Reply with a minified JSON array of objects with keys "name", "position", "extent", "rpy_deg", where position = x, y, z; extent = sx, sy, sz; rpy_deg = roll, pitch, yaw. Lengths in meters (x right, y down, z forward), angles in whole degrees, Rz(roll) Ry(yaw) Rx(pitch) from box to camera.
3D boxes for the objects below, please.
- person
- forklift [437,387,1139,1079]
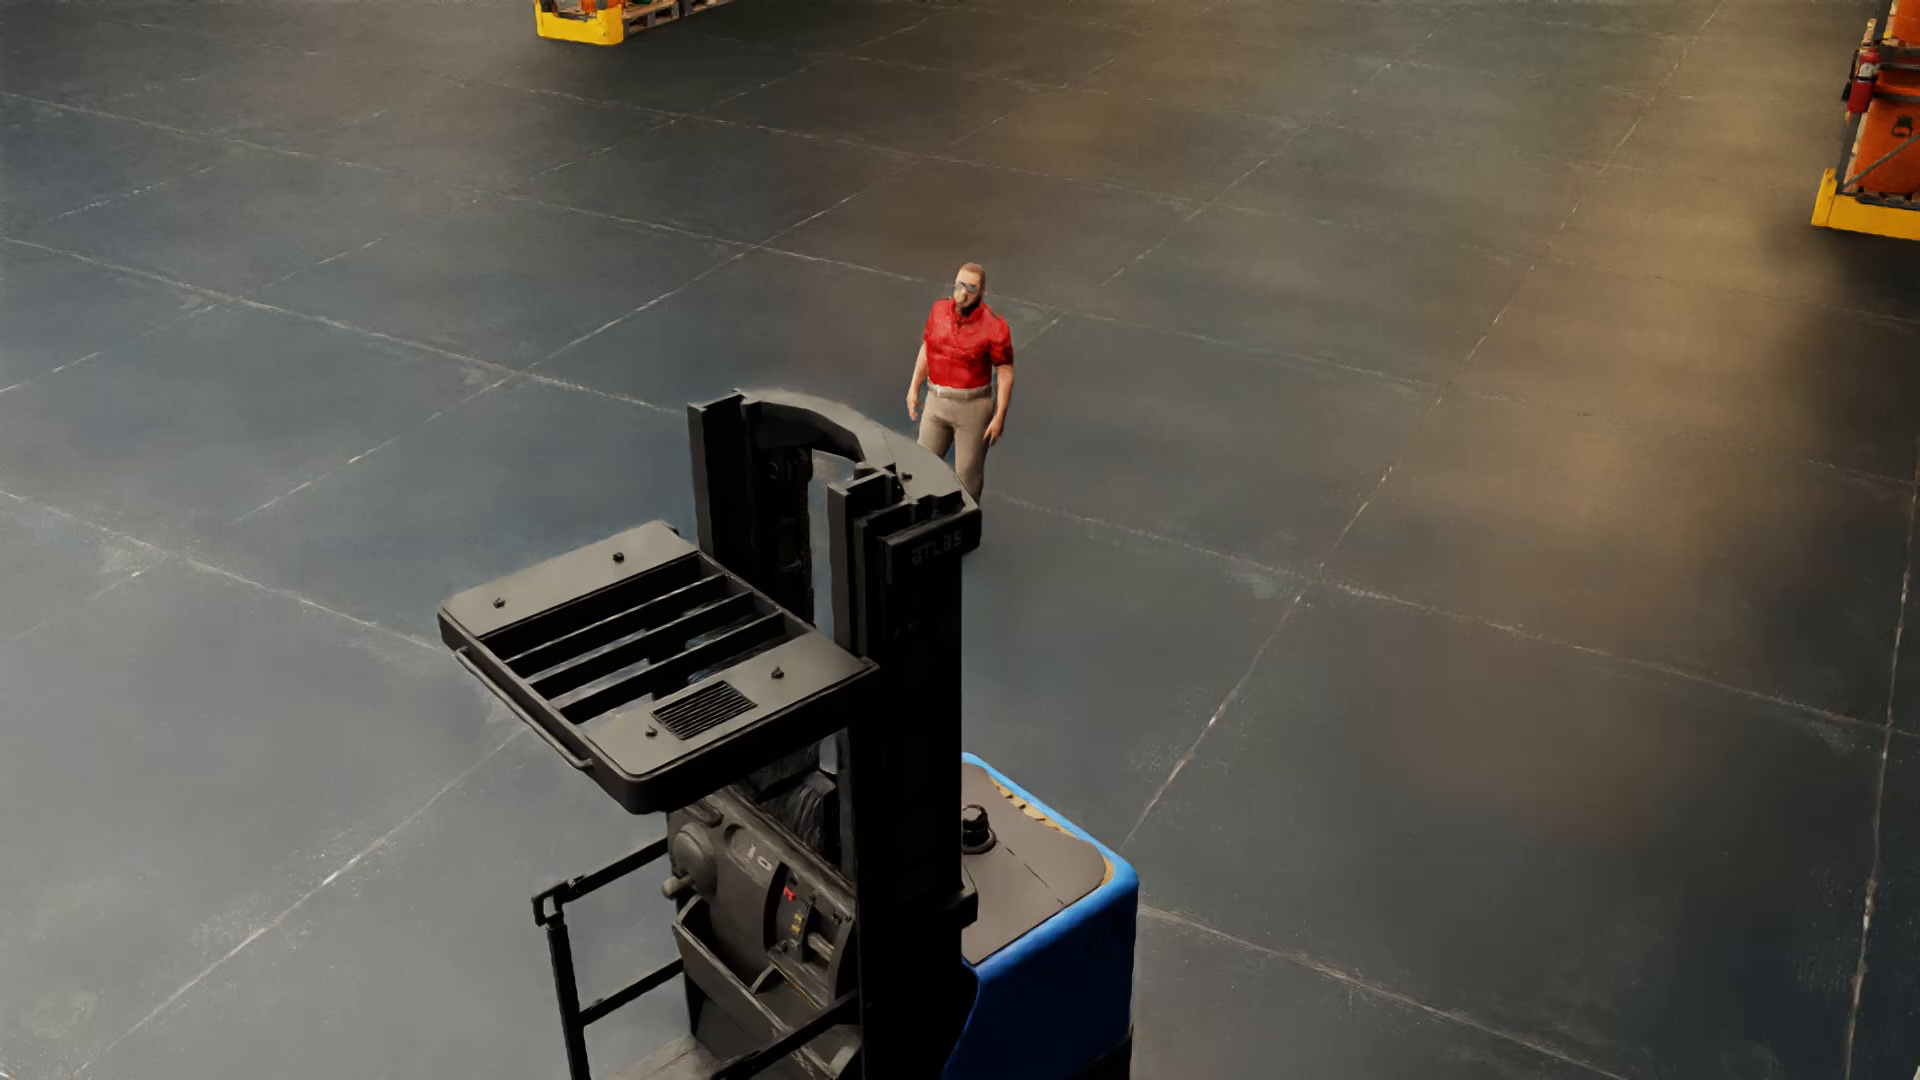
[{"name":"person","position":[-0.054,-0.719,9.504],"extent":[0.640,1.727,0.550],"rpy_deg":[15,33,25]},{"name":"forklift","position":[-0.795,1.123,5.124],"extent":[3.031,2.935,1.130],"rpy_deg":[-24,37,-35]}]
